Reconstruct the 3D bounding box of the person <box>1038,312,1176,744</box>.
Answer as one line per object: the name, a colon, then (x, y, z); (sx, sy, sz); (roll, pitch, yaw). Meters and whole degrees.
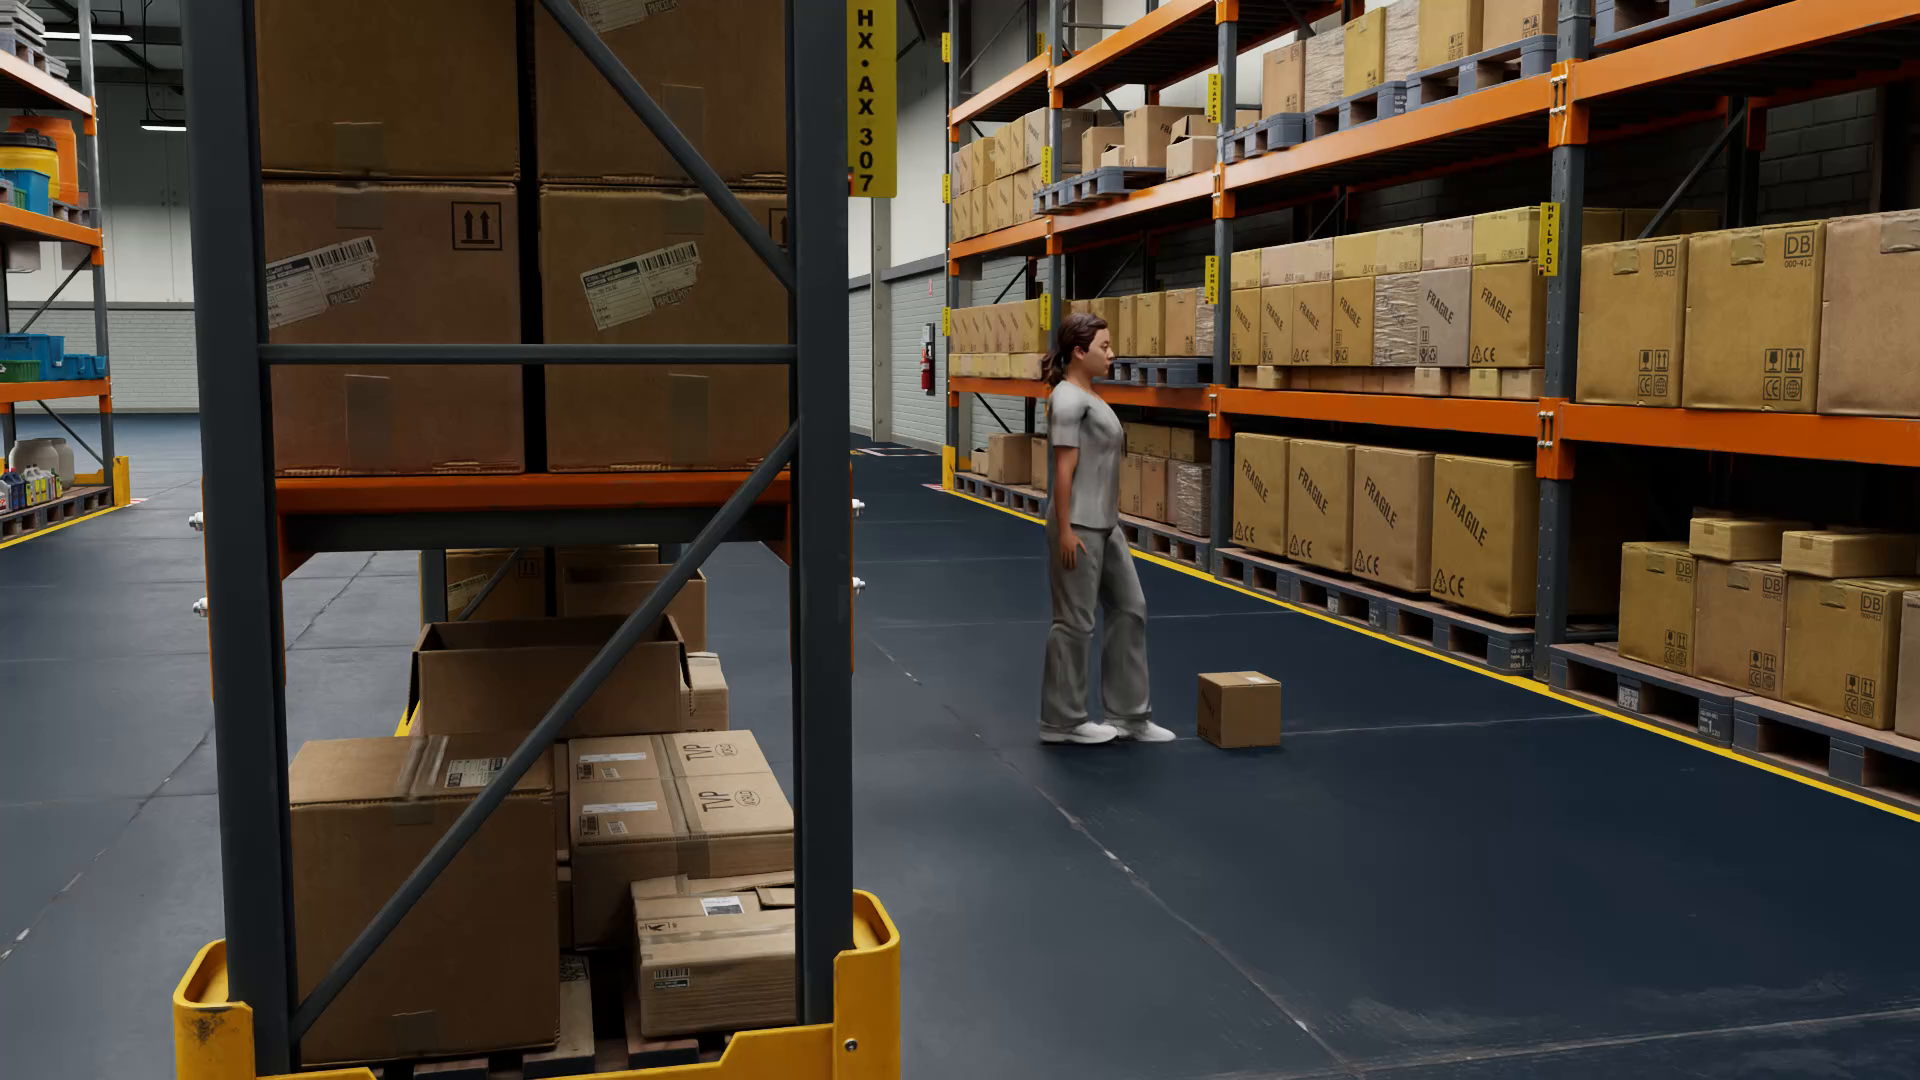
person: (0.555, -0.024, 6.418); (0.526, 1.698, 0.442); (2, 6, 17)
